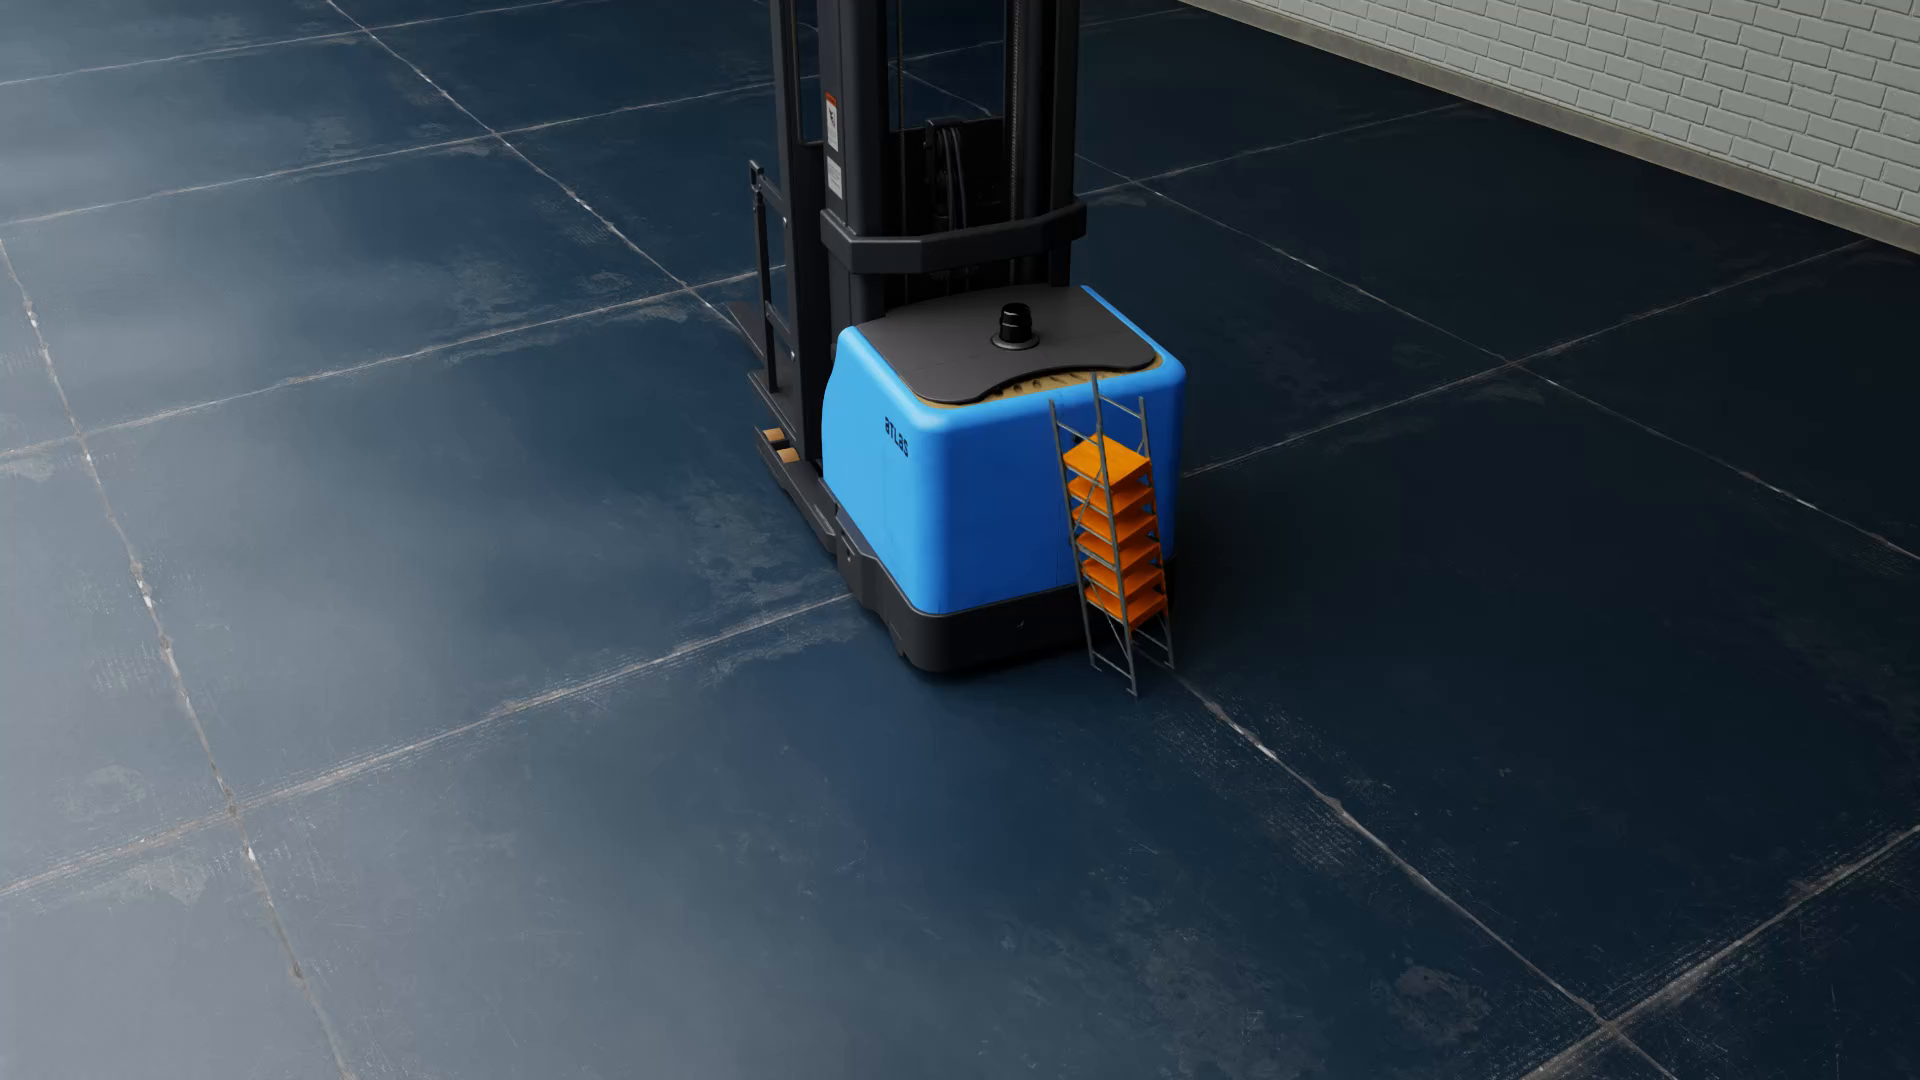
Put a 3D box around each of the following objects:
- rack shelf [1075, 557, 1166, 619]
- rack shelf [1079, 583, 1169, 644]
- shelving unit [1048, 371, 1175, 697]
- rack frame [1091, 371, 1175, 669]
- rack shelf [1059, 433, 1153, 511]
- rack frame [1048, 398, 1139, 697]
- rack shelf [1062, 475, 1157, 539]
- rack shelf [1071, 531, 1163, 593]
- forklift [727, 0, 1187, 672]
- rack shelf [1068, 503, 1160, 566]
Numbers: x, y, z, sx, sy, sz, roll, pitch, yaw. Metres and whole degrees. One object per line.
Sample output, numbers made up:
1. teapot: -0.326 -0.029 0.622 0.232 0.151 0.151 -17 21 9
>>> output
1. rack shelf: 0.551 0.130 5.704 0.180 0.103 0.258 -34 44 -24
2. rack shelf: 0.571 0.220 5.781 0.180 0.103 0.258 -34 44 -24
3. shelving unit: 0.524 0.007 5.599 0.189 1.200 0.258 -34 44 -24
4. rack frame: 0.594 -0.040 5.636 0.006 1.200 0.240 -34 44 -24
5. rack shelf: 0.473 -0.230 5.397 0.180 0.103 0.258 -34 44 -24
6. rack frame: 0.455 0.054 5.562 0.006 1.200 0.240 -34 44 -24
7. rack shelf: 0.492 -0.140 5.474 0.180 0.103 0.258 -34 44 -24
8. rack shelf: 0.531 0.040 5.627 0.180 0.103 0.258 -34 44 -24
9. forklift: -0.244 -1.546 6.453 1.130 2.935 3.031 -13 34 -19
10. rack shelf: 0.512 -0.050 5.551 0.180 0.103 0.258 -34 44 -24
